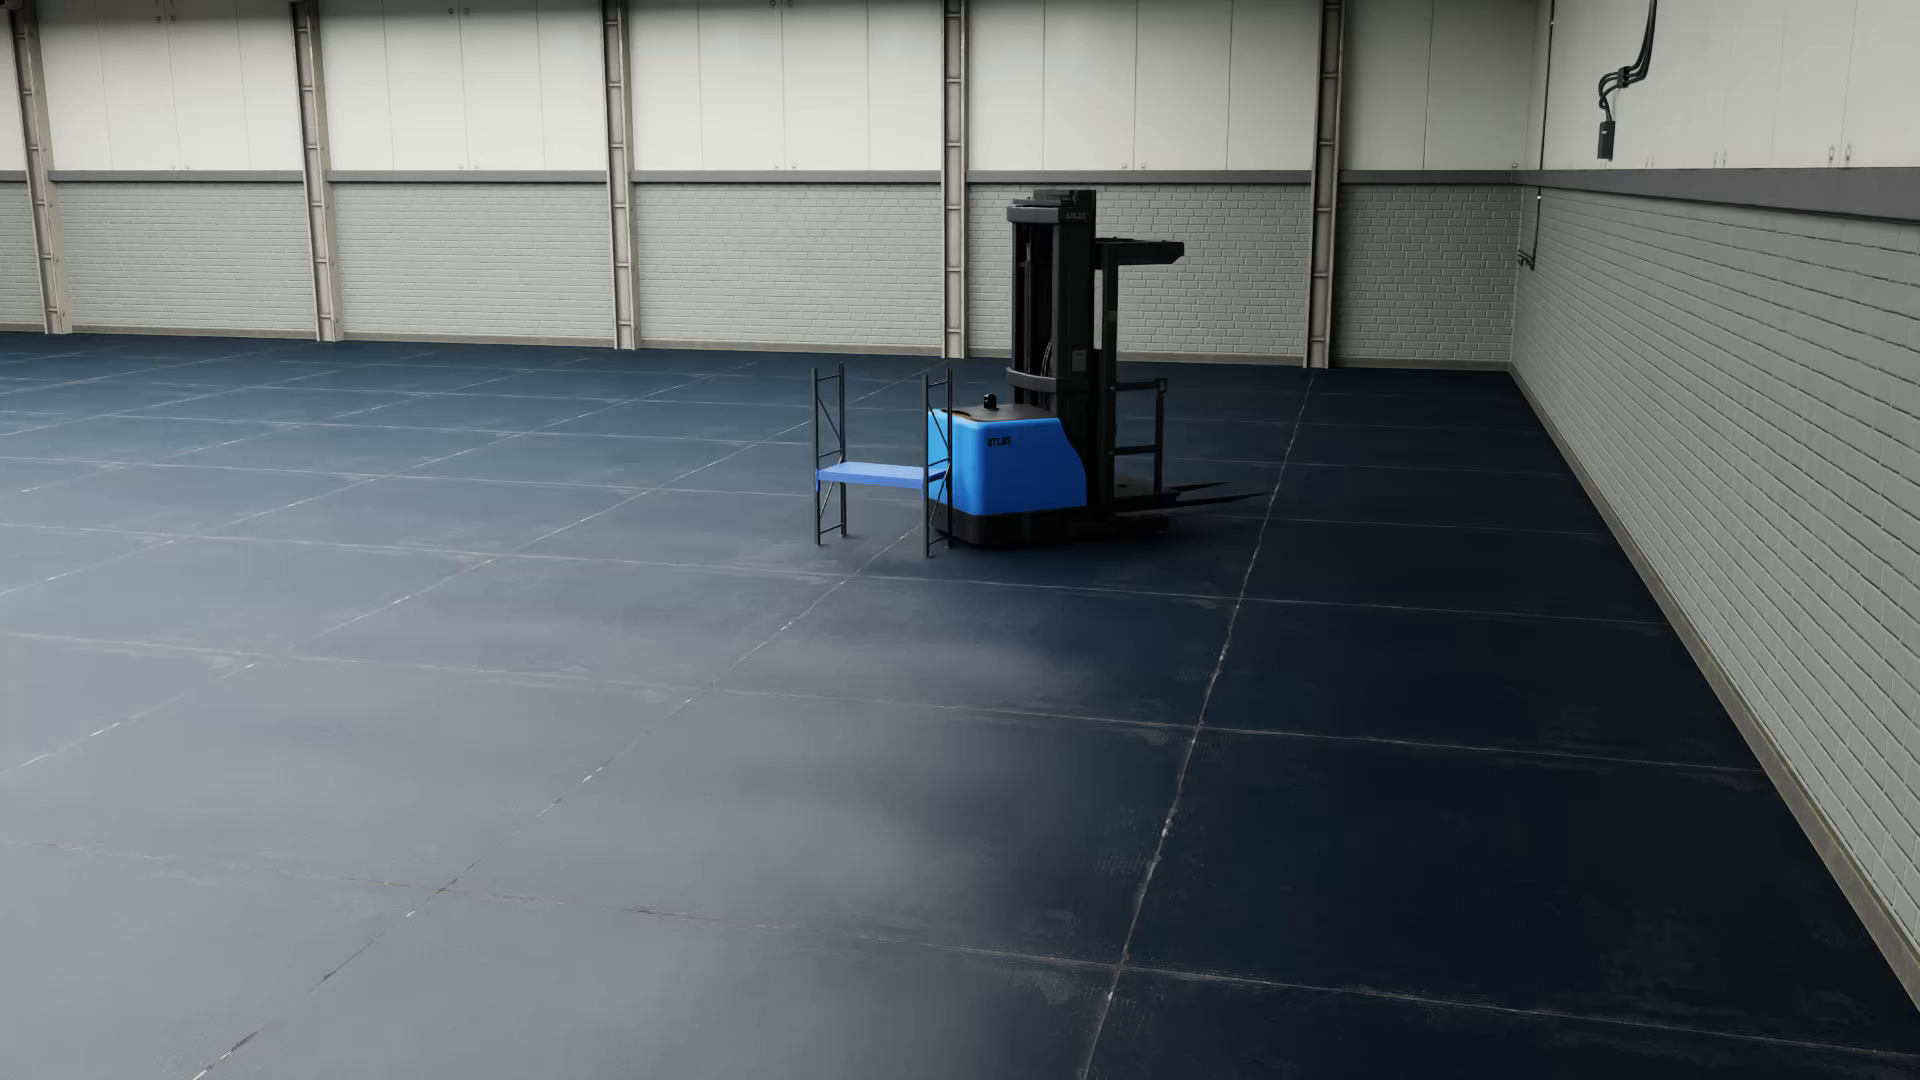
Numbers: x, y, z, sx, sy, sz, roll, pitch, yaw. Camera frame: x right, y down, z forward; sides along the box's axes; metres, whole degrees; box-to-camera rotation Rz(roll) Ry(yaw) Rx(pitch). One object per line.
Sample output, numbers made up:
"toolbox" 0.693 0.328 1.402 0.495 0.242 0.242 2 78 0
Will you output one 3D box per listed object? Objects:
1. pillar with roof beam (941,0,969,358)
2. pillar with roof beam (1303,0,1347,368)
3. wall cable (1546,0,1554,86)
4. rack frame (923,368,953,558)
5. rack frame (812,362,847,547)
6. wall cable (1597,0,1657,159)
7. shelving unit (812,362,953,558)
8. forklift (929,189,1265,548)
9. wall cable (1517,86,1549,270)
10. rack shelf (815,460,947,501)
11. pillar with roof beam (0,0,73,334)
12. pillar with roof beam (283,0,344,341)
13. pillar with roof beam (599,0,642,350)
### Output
"pillar with roof beam" -1.115 -6.589 23.158 0.400 9.000 9.100 3 13 14
"pillar with roof beam" 4.710 -6.278 21.754 0.400 9.000 9.100 3 13 14
"wall cable" 7.637 -7.133 21.117 0.112 2.526 3.097 3 13 14
"rack frame" -0.179 -0.633 13.624 0.032 1.500 0.500 6 14 24
"rack frame" -1.102 -0.726 14.042 0.032 1.500 0.500 6 14 24
"wall cable" 5.995 -6.417 14.530 0.169 6.003 2.305 3 13 14
"shelving unit" -0.641 -0.679 13.833 1.048 1.500 0.538 6 14 24
"forklift" 1.261 -1.561 14.503 3.031 2.935 1.130 -6 14 -25
"wall cable" 8.285 -5.236 24.229 0.112 2.526 3.097 3 13 14
"rack shelf" -0.641 -0.504 13.872 1.000 0.185 0.538 6 14 24
"pillar with roof beam" -18.591 -7.523 27.368 0.548 9.000 9.100 3 13 14
"pillar with roof beam" -12.766 -7.212 25.965 0.548 9.000 9.100 3 13 14
"pillar with roof beam" -6.940 -6.901 24.561 0.400 9.000 9.100 3 13 14
